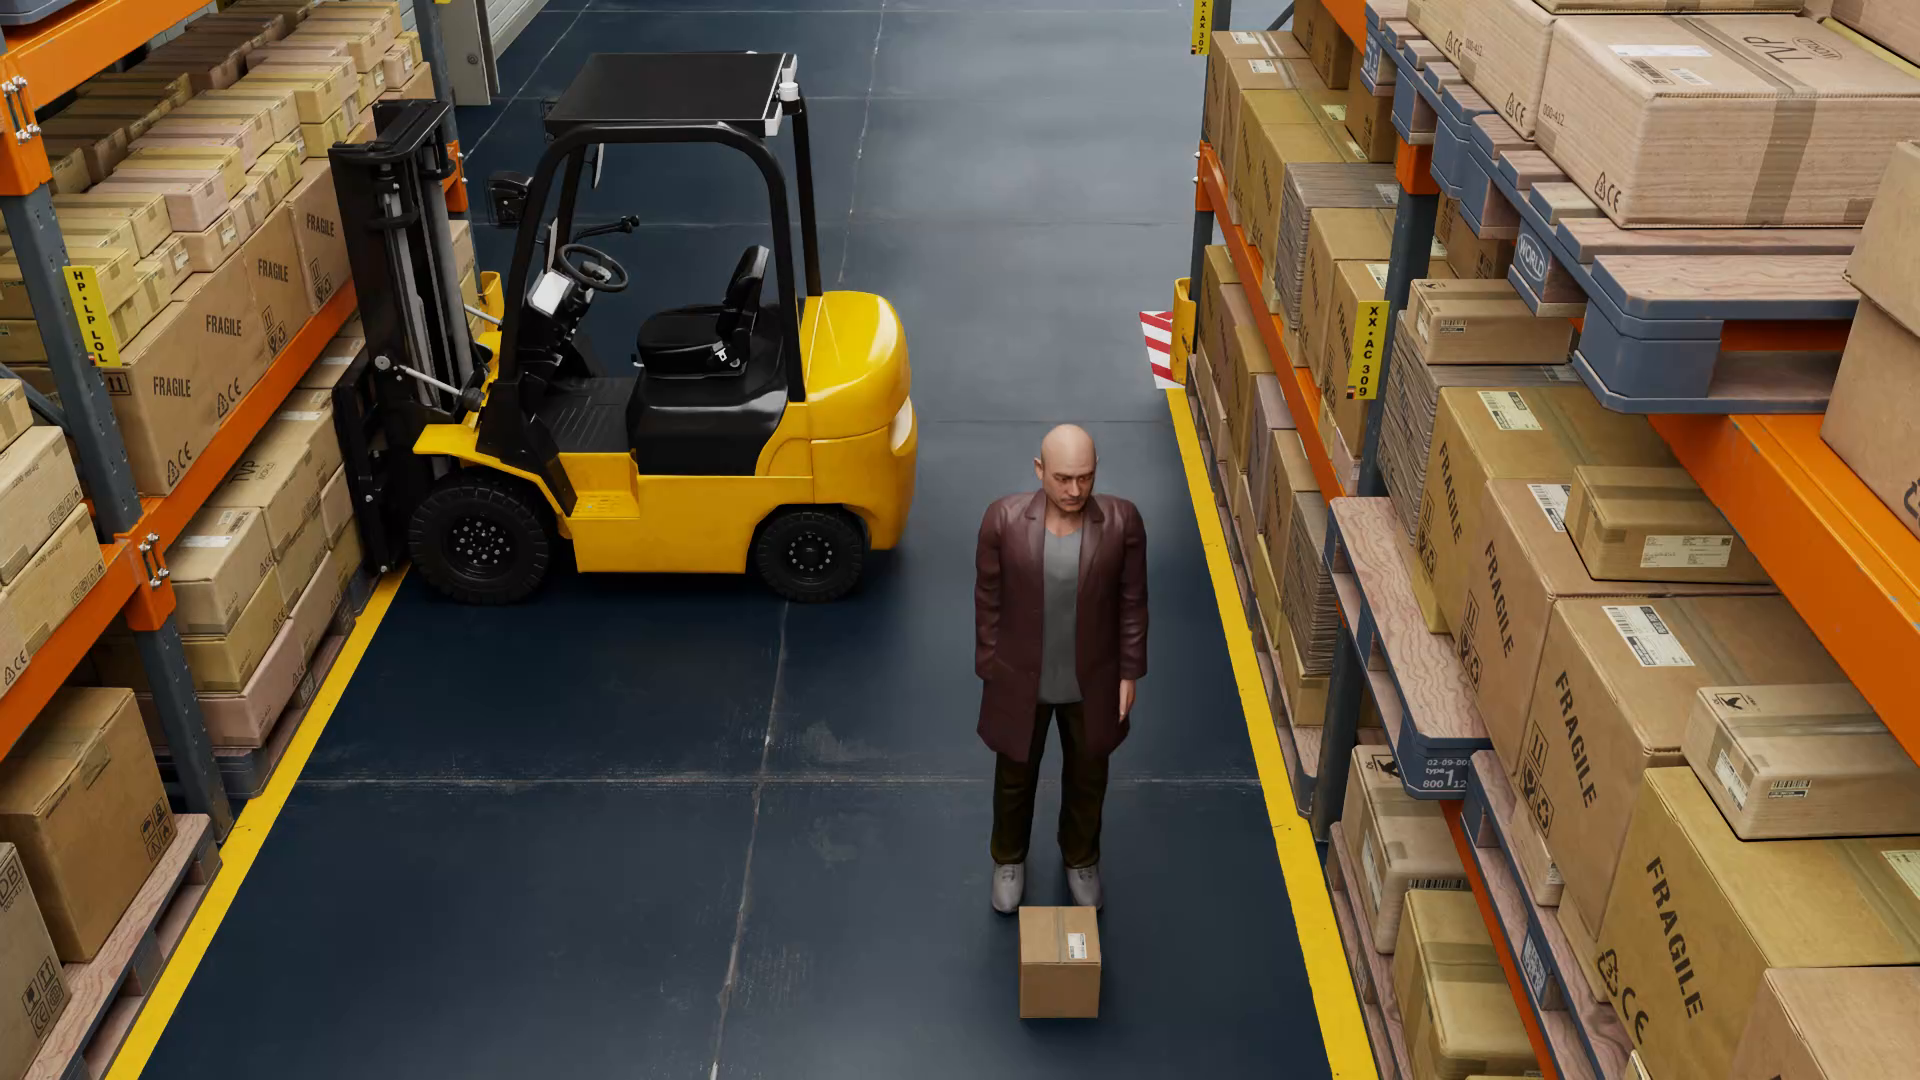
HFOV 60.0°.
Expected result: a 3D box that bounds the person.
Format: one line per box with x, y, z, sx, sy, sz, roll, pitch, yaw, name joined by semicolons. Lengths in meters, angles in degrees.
0.327;0.446;5.413;0.562;1.778;0.377;0;31;0;person
